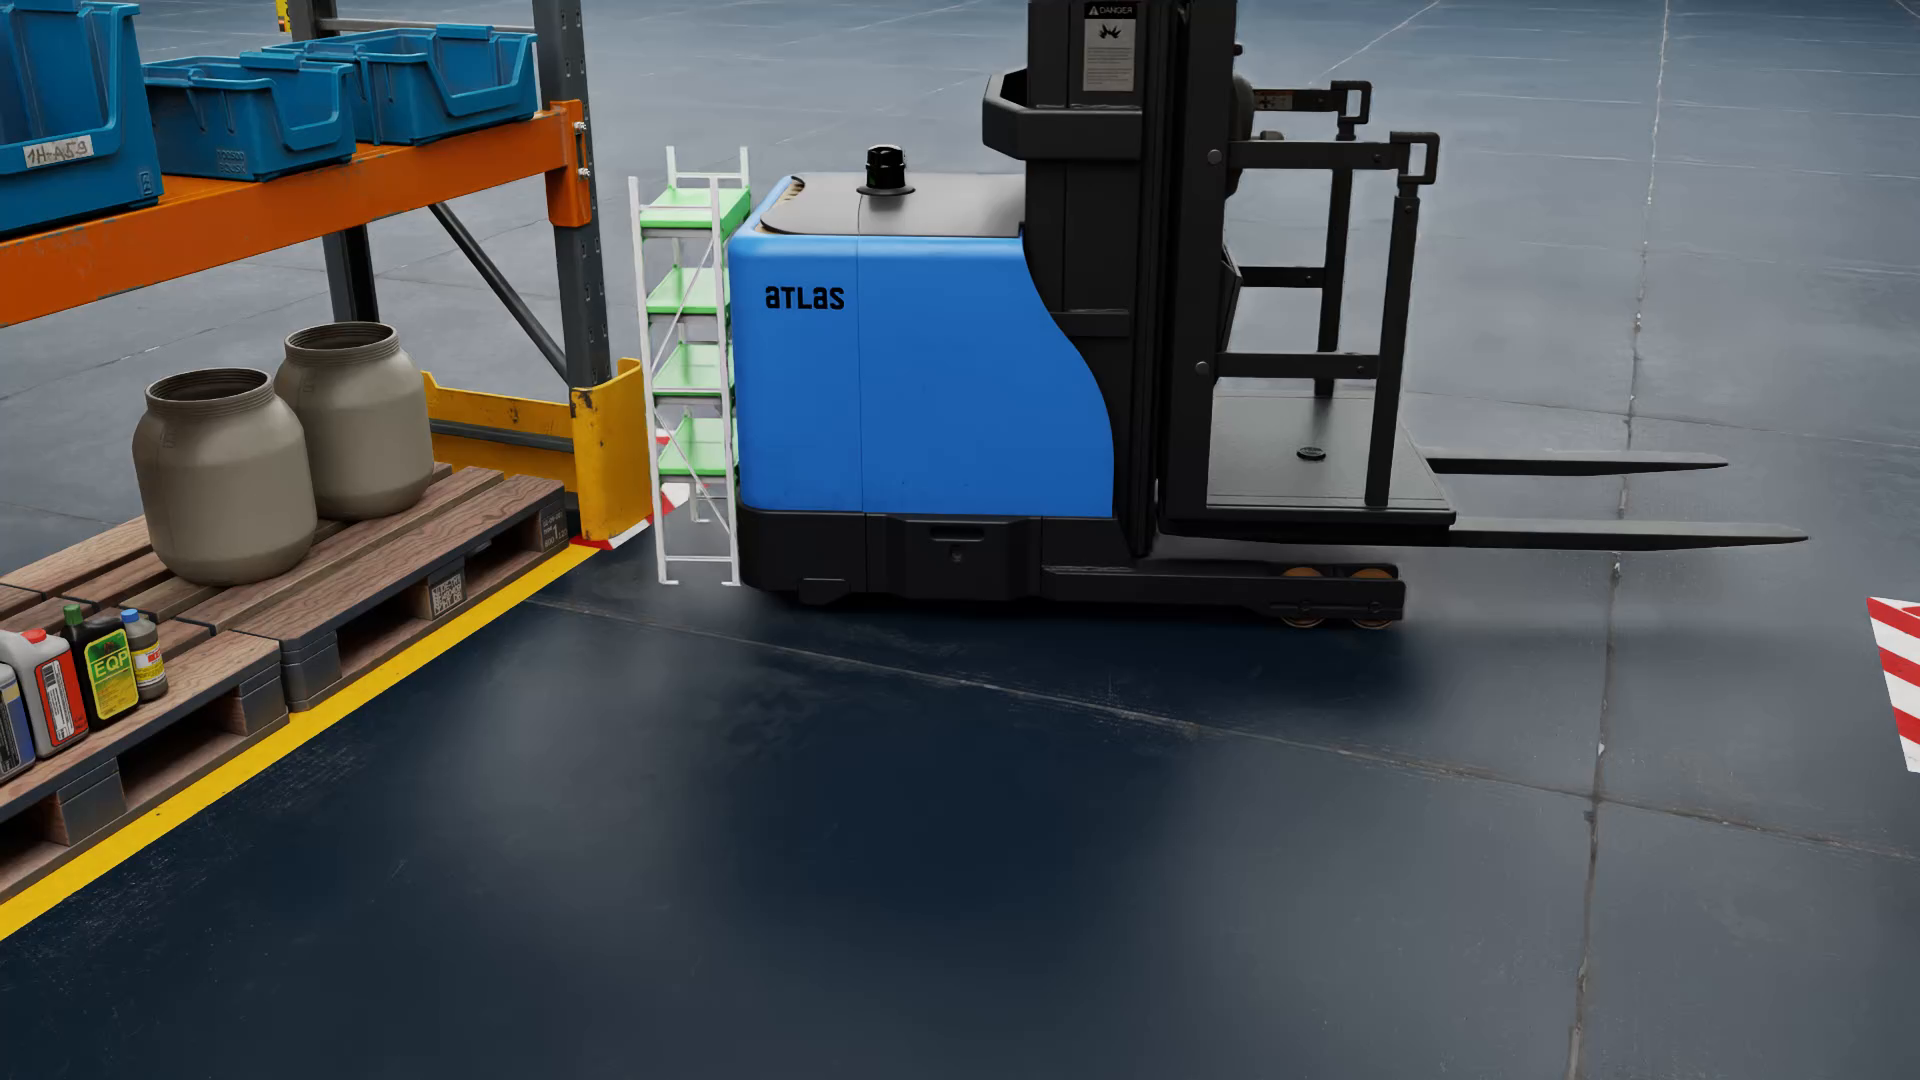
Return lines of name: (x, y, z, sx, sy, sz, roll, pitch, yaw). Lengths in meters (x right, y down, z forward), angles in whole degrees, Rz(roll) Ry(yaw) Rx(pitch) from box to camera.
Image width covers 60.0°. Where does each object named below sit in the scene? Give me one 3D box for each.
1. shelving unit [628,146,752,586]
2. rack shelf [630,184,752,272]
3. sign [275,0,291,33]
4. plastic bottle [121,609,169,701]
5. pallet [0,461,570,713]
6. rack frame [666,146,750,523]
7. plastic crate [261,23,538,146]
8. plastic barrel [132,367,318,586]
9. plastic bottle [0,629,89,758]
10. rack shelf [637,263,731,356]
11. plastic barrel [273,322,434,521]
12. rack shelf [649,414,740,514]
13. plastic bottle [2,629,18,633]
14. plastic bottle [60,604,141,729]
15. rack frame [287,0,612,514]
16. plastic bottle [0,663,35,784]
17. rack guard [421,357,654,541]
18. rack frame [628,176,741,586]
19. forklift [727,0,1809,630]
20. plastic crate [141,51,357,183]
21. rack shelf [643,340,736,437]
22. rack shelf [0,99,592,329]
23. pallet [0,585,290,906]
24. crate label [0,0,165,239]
shelving unit: (-0.760, -0.516, 4.929, 0.258, 1.200, 0.503, 1, 23, 2)
rack shelf: (-0.760, -0.900, 4.769, 0.258, 0.148, 0.480, 1, 23, 2)
sign: (-2.116, -1.760, 5.213, 0.100, 0.325, 0.005, 9, 24, 20)
plastic bottle: (-1.882, 0.256, 3.805, 0.097, 0.201, 0.097, 0, 23, 0)
pallet: (-1.898, 0.059, 4.836, 1.003, 0.211, 1.213, 9, 24, 20)
rack frame: (-0.749, -0.610, 5.154, 0.240, 1.200, 0.015, 1, 23, 2)
plastic crate: (-1.515, -1.261, 4.571, 0.499, 0.251, 0.616, 9, 24, 20)
plastic barrel: (-1.967, -0.172, 4.453, 0.421, 0.512, 0.421, 0, 23, 0)
plastic bottle: (-2.001, 0.308, 3.584, 0.152, 0.276, 0.135, 9, 24, 20)
rack shelf: (-0.760, -0.679, 4.861, 0.258, 0.148, 0.480, 1, 23, 2)
plastic barrel: (-1.780, -0.351, 4.882, 0.421, 0.512, 0.421, 0, 23, 0)
rack shelf: (-0.760, -0.236, 5.046, 0.258, 0.148, 0.480, 1, 23, 2)
plastic bottle: (-2.100, 0.290, 3.618, 0.061, 0.283, 0.133, 9, 24, 20)
plastic bottle: (-1.909, 0.263, 3.683, 0.061, 0.283, 0.133, 9, 24, 21)
rack frame: (-1.607, -1.552, 5.074, 1.000, 3.000, 0.127, 9, 24, 20)
plastic bottle: (-2.053, 0.358, 3.465, 0.152, 0.276, 0.135, 8, 24, 19)
rack guard: (-1.591, -0.365, 5.474, 1.175, 0.500, 0.348, 9, 24, 20)
rack frame: (-0.772, -0.422, 4.704, 0.240, 1.200, 0.015, 1, 23, 2)
forklift: (0.901, -1.314, 4.592, 3.031, 2.935, 1.130, 1, 23, 3)
plastic crate: (-1.762, -1.030, 4.017, 0.499, 0.251, 0.408, 9, 24, 20)
rack shelf: (-0.760, -0.457, 4.954, 0.258, 0.148, 0.480, 1, 23, 2)
rack shelf: (-2.350, -0.504, 3.499, 1.077, 0.370, 4.000, 9, 24, 20)
pallet: (-2.353, 0.494, 3.794, 1.003, 0.211, 1.213, 9, 24, 20)
crate label: (-2.039, -0.871, 3.397, 0.502, 0.435, 0.616, 9, 24, 20)
